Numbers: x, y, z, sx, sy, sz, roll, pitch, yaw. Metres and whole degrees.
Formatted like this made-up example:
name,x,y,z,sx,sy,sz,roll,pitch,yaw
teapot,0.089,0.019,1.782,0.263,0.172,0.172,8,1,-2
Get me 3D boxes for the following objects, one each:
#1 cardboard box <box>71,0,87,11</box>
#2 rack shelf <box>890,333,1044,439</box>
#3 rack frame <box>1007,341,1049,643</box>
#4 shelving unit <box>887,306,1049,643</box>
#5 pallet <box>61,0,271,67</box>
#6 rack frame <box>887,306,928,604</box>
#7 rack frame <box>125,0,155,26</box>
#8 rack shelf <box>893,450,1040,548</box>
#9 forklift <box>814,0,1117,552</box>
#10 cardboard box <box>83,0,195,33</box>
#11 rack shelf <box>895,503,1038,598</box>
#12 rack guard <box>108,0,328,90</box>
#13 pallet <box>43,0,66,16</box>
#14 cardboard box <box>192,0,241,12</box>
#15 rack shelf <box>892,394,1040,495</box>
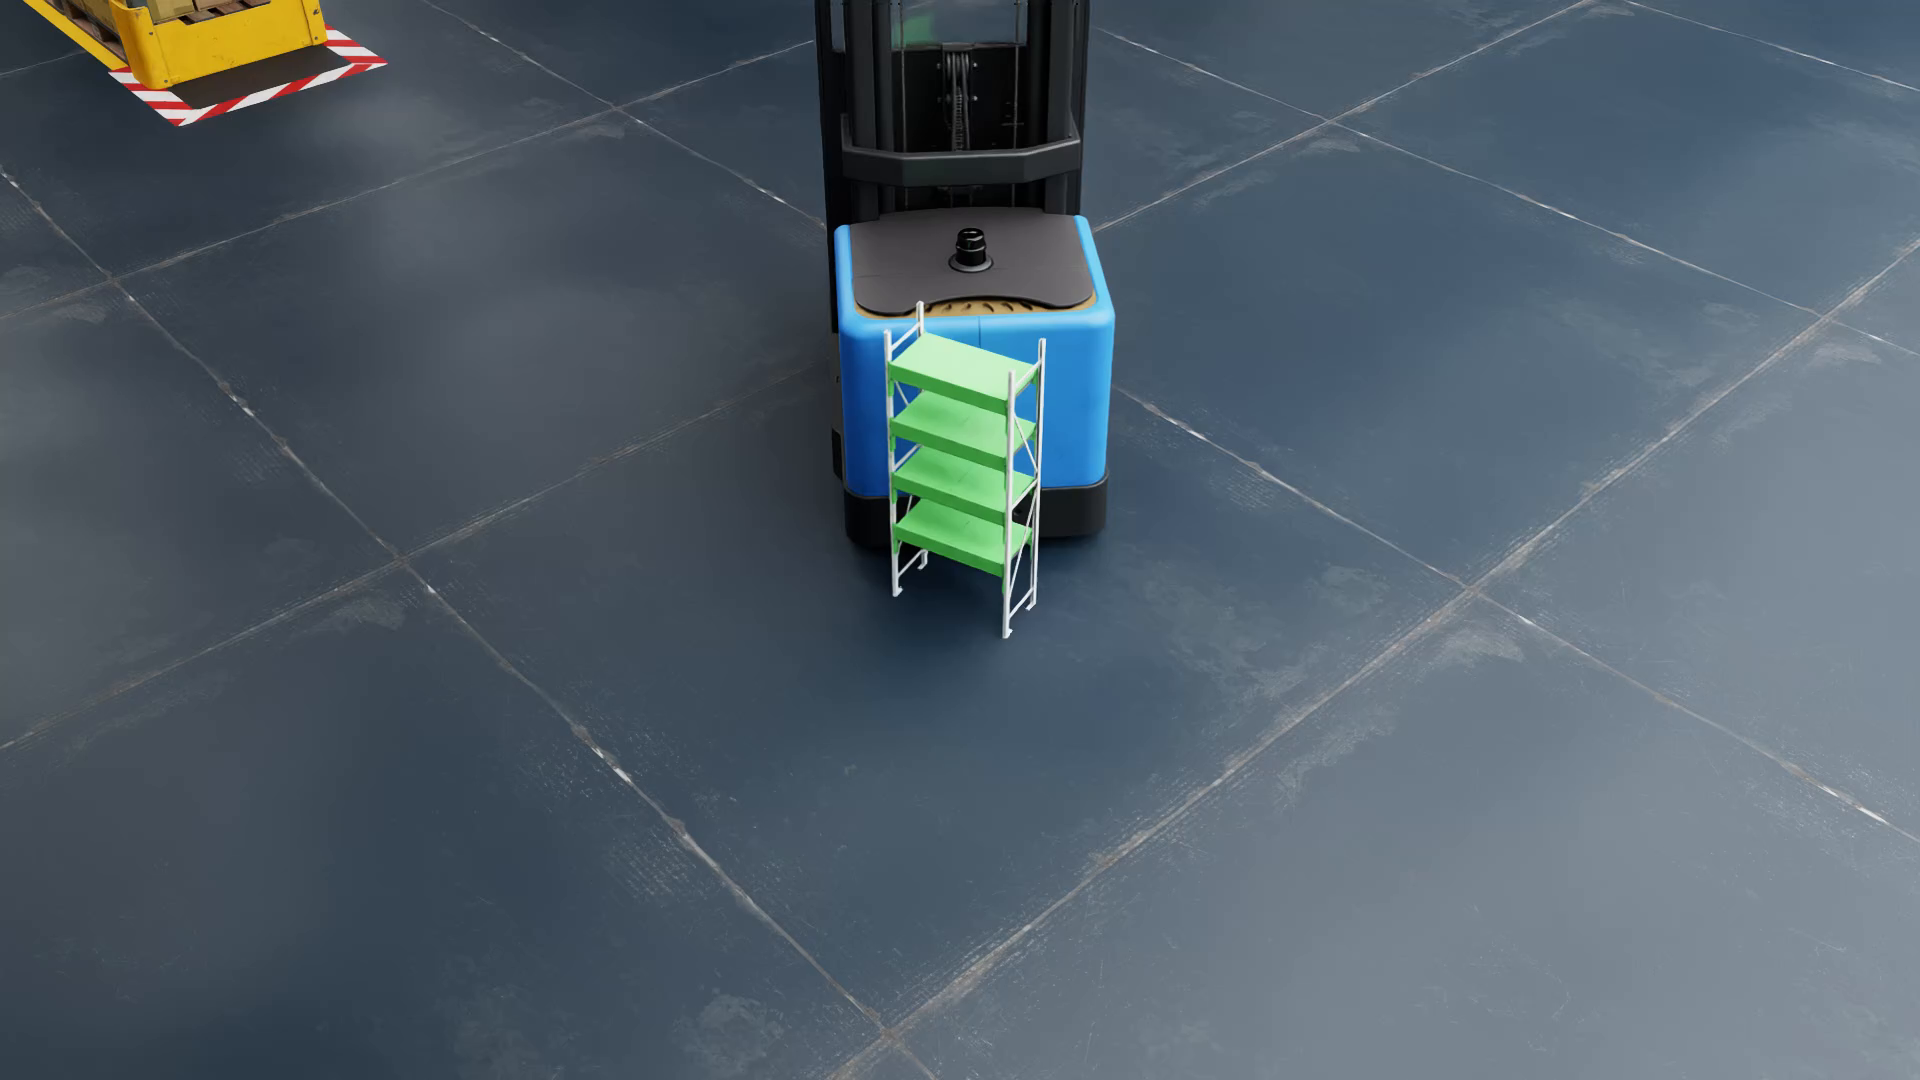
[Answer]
name,x,y,z,sx,sy,sz,roll,pitch,yaw
cardboard box,-5.553,-3.681,10.774,0.500,0.250,0.500,-30,48,-32
rack shelf,0.026,-0.541,5.802,0.480,0.148,0.258,18,42,21
rack frame,0.242,-0.145,5.975,0.015,1.200,0.240,18,42,21
shelving unit,0.026,-0.217,6.064,0.503,1.200,0.258,18,42,21
pallet,-5.173,-3.489,10.902,1.003,0.211,1.213,-30,48,-32
rack frame,-0.190,-0.289,6.152,0.015,1.200,0.240,18,42,21
rack frame,-4.625,-4.238,9.610,1.000,3.000,0.127,-30,48,-32
rack shelf,0.026,-0.167,6.104,0.480,0.148,0.258,18,42,21
forklift,-0.049,-2.008,6.903,1.130,2.935,3.031,-3,39,-4
cardboard box,-5.206,-3.454,10.494,0.500,0.250,0.500,-30,48,-32
rack shelf,0.026,0.019,6.255,0.480,0.148,0.258,18,42,21
rack guard,-4.609,-3.255,10.382,1.175,0.500,0.348,-30,48,-32
pallet,-5.994,-4.054,11.601,1.003,0.211,1.213,-30,48,-32
cardboard box,-4.824,-3.675,10.767,0.500,0.250,0.500,-30,48,-32
rack shelf,0.026,-0.354,5.953,0.480,0.148,0.258,18,42,21
